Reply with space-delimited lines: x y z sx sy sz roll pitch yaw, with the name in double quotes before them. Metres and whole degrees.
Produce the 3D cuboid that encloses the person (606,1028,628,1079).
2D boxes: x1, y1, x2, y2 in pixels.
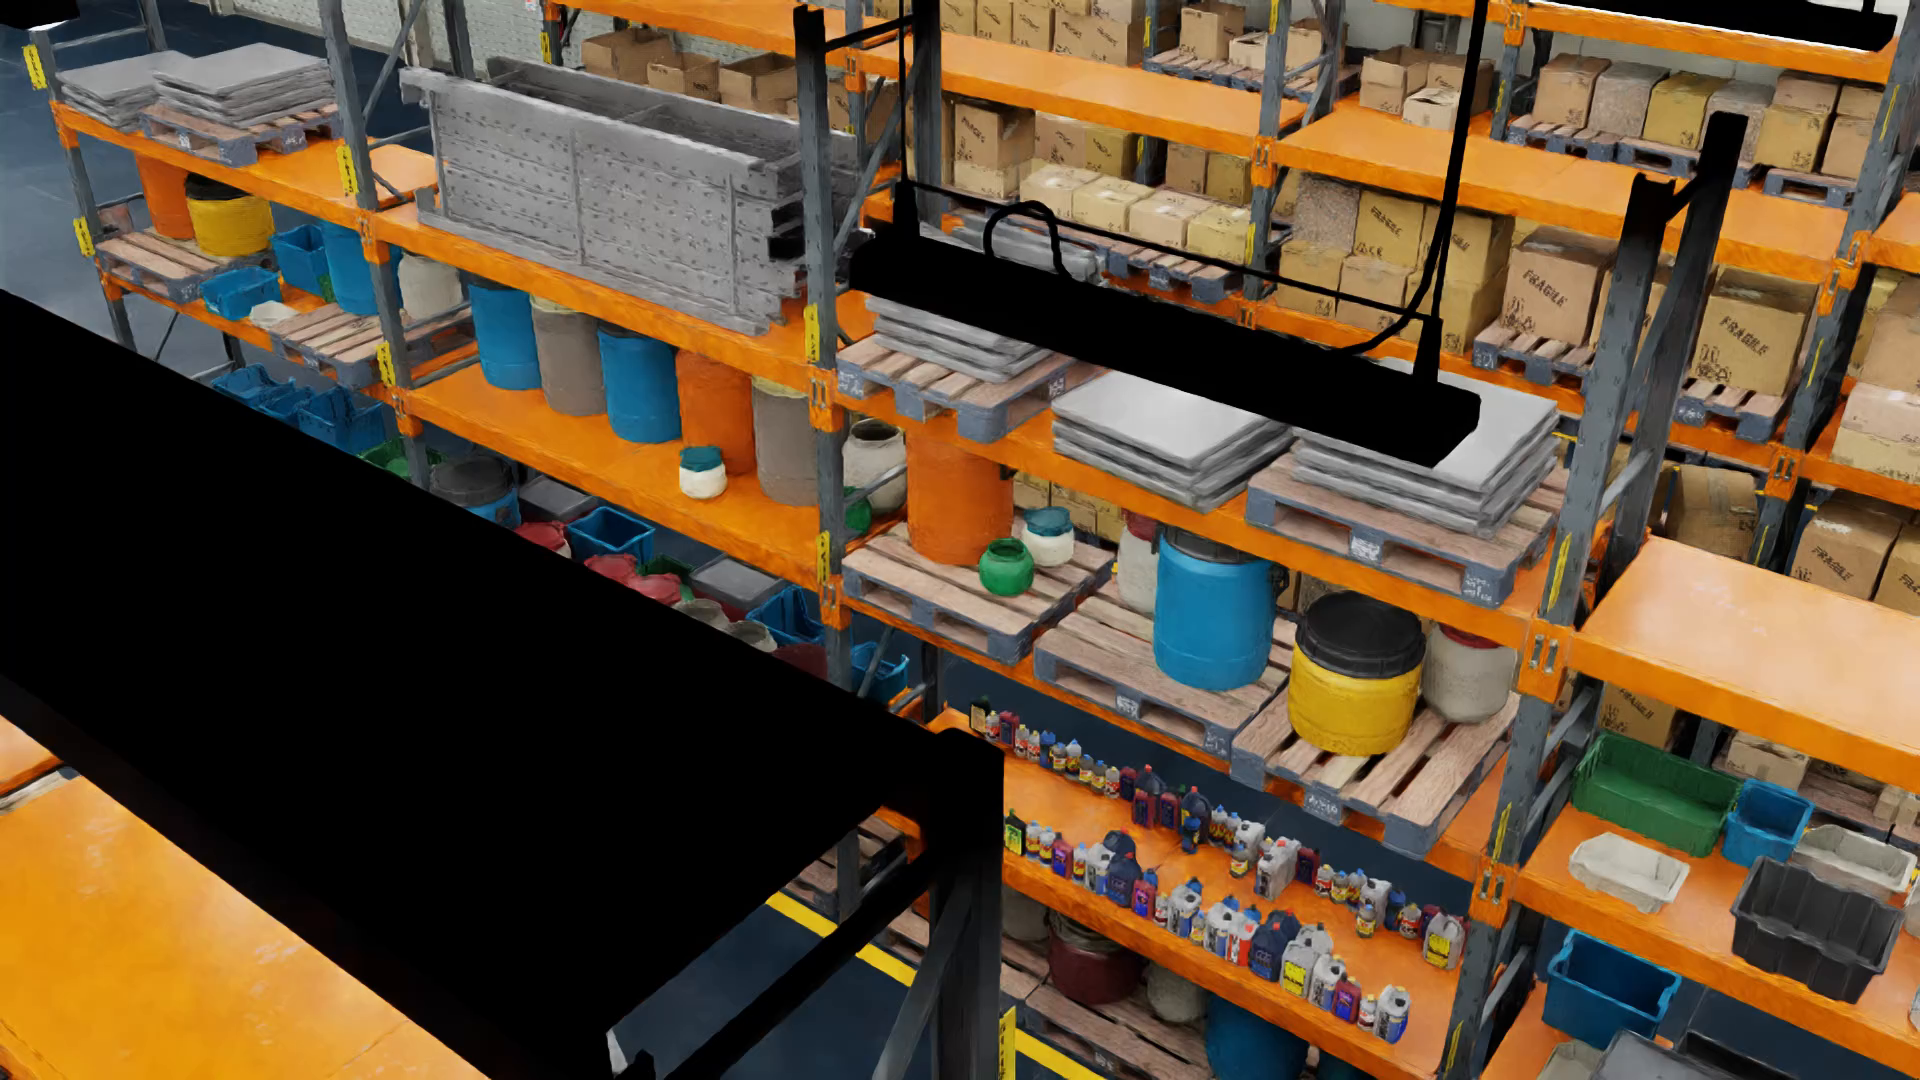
"person" -2.451 2.423 9.753 1.090 1.565 0.497 23 38 33
